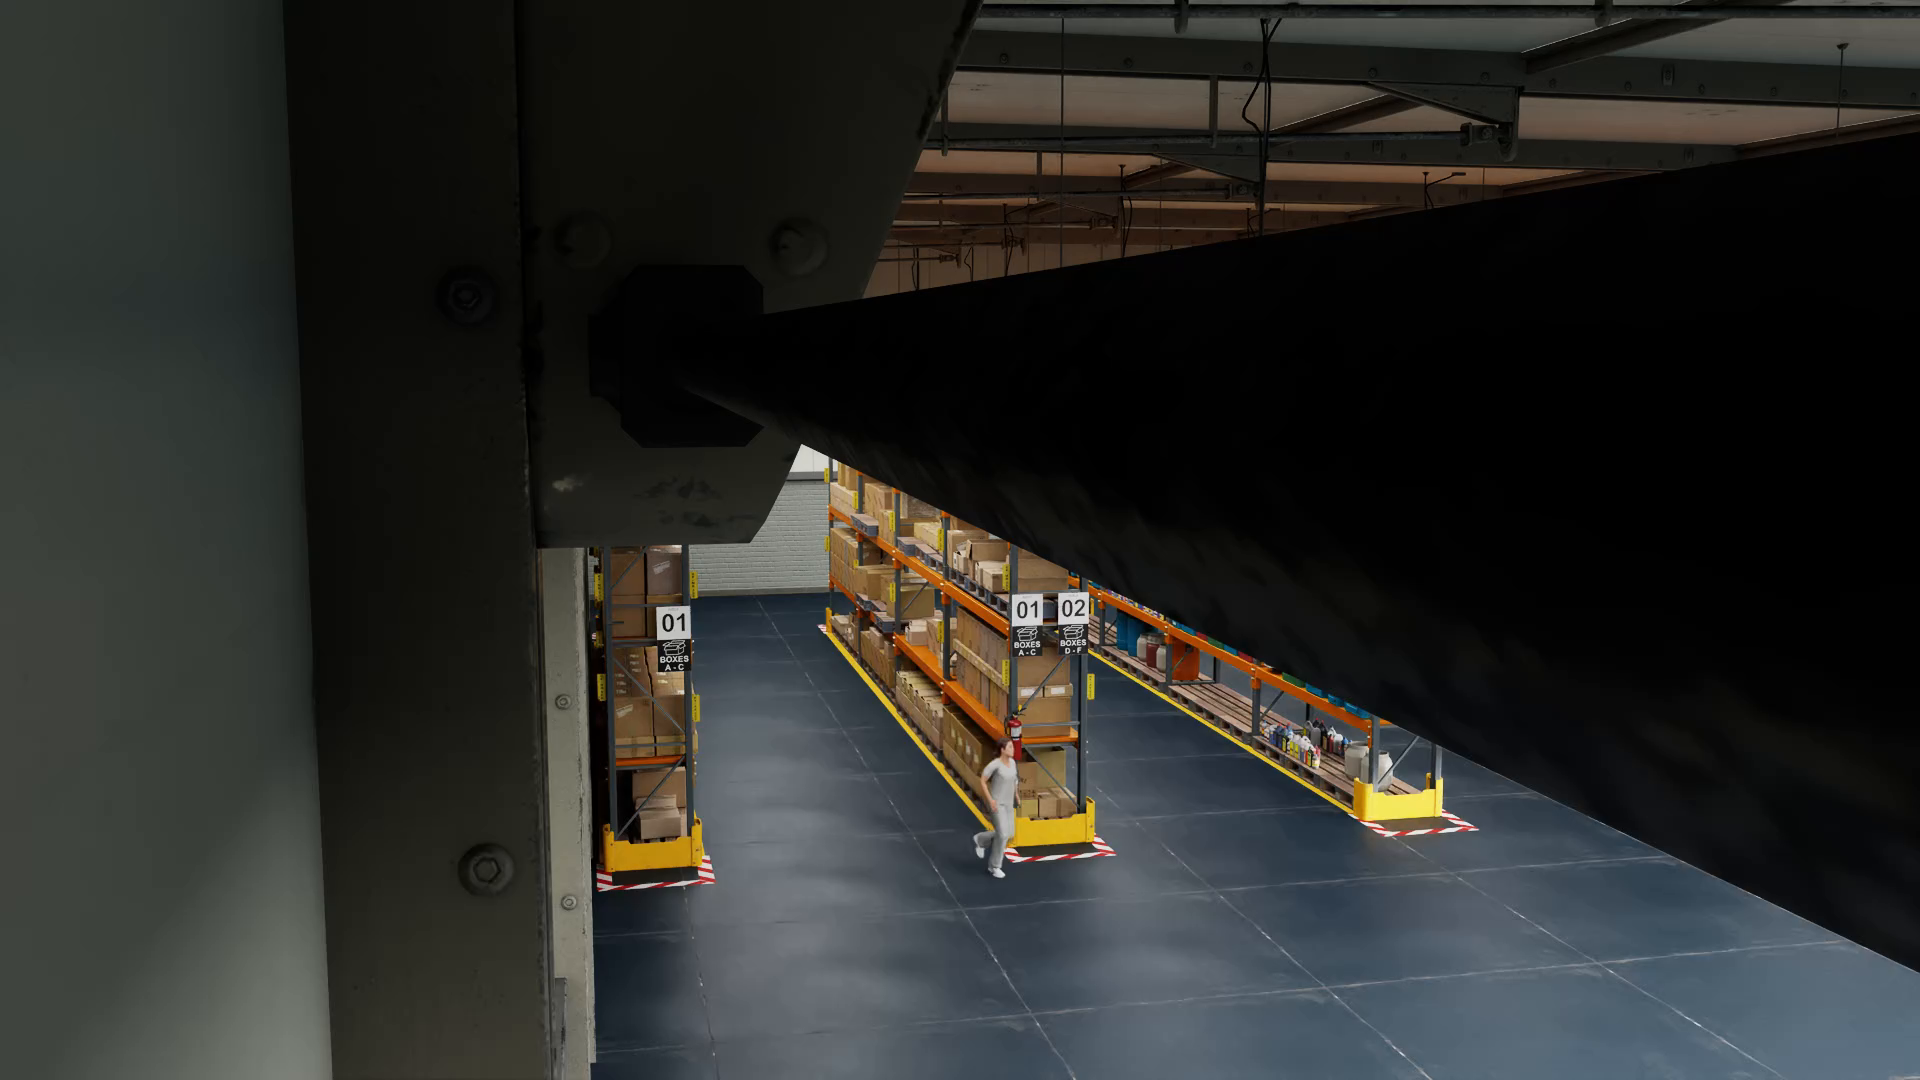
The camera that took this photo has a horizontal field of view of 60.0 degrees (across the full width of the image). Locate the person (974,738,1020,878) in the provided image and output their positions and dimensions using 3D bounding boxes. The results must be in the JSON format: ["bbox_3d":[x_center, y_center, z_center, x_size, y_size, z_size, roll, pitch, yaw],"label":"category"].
[{"bbox_3d":[0.458,3.173,20.035,0.637,1.624,0.603,7,10,45],"label":"person"}]
